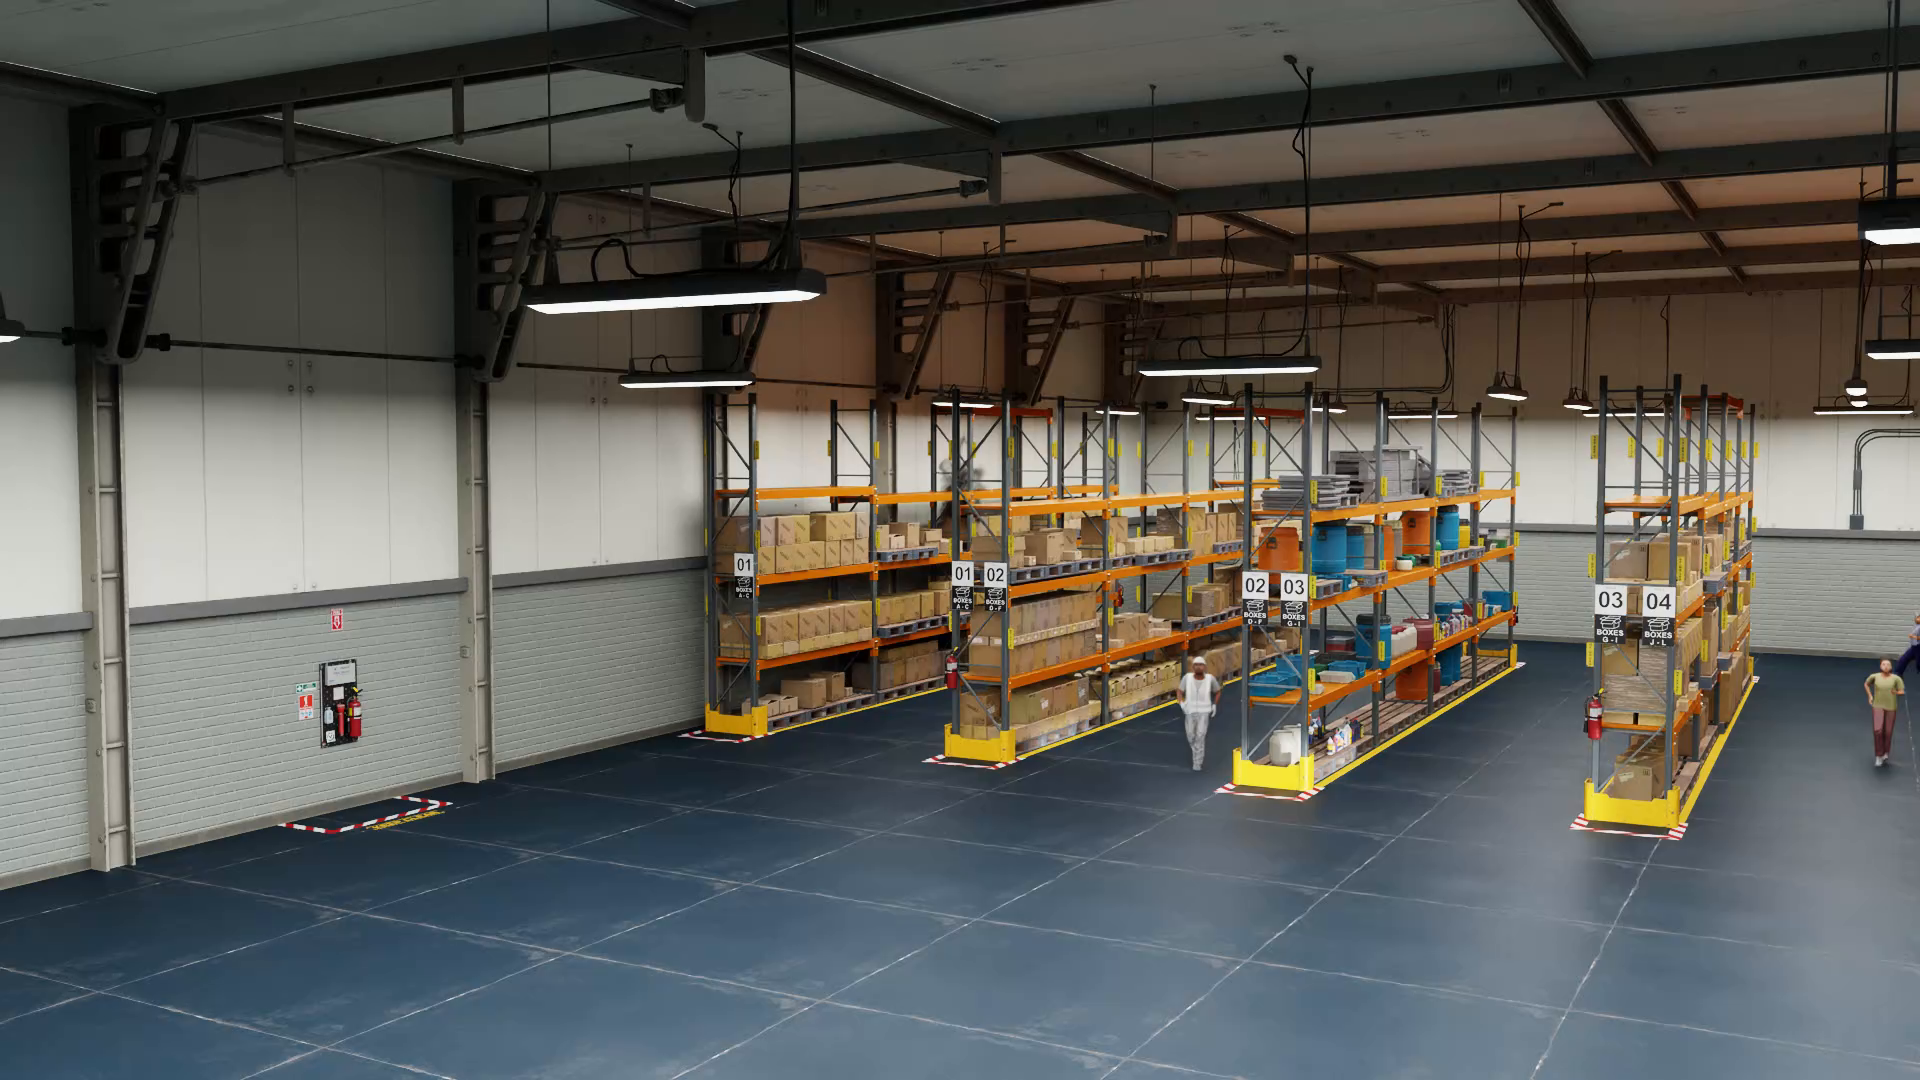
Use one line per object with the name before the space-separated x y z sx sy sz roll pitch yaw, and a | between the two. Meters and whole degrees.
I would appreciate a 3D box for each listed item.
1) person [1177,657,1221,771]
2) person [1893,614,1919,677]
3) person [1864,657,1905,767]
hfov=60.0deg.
person | 3.765 2.714 26.251 0.685 1.757 0.752 1 3 15
person | 20.258 2.307 35.304 1.018 1.523 0.708 0 3 8
person | 14.747 2.732 26.523 0.560 1.723 0.690 1 3 25
